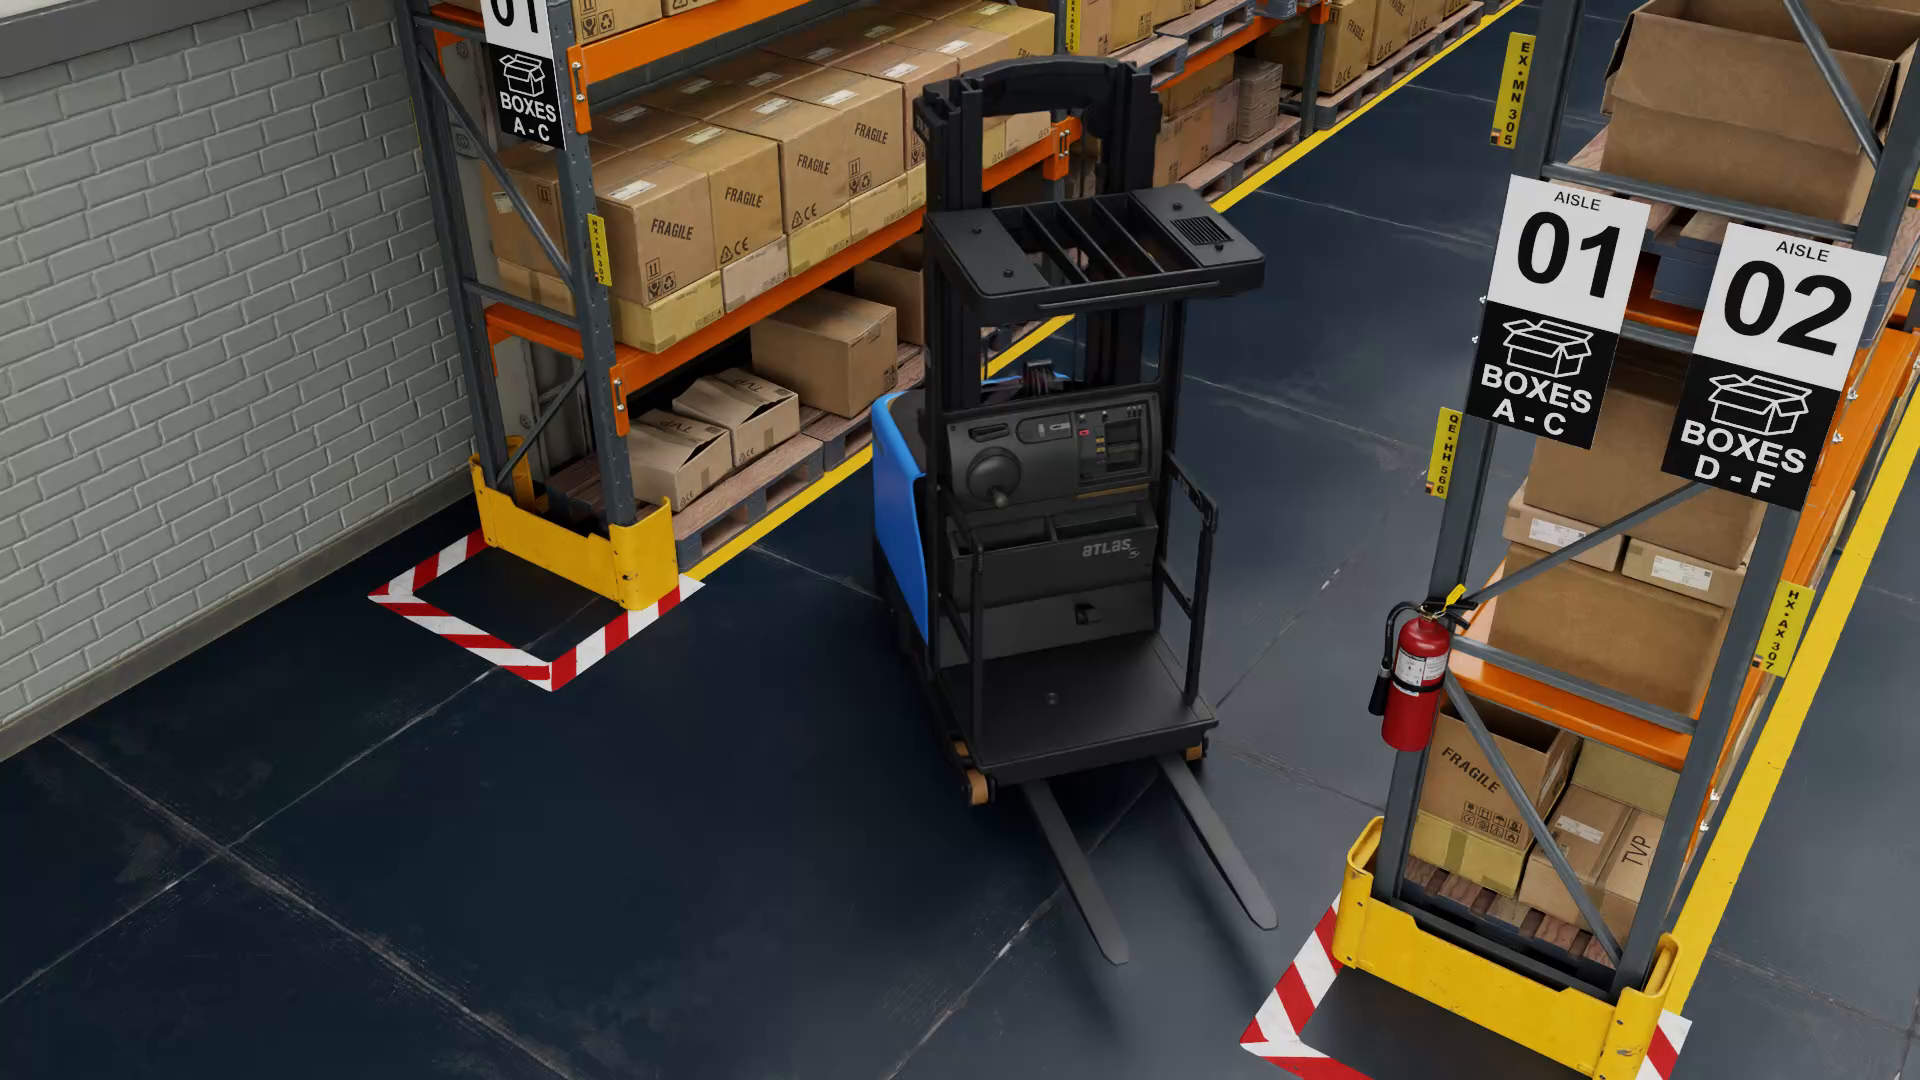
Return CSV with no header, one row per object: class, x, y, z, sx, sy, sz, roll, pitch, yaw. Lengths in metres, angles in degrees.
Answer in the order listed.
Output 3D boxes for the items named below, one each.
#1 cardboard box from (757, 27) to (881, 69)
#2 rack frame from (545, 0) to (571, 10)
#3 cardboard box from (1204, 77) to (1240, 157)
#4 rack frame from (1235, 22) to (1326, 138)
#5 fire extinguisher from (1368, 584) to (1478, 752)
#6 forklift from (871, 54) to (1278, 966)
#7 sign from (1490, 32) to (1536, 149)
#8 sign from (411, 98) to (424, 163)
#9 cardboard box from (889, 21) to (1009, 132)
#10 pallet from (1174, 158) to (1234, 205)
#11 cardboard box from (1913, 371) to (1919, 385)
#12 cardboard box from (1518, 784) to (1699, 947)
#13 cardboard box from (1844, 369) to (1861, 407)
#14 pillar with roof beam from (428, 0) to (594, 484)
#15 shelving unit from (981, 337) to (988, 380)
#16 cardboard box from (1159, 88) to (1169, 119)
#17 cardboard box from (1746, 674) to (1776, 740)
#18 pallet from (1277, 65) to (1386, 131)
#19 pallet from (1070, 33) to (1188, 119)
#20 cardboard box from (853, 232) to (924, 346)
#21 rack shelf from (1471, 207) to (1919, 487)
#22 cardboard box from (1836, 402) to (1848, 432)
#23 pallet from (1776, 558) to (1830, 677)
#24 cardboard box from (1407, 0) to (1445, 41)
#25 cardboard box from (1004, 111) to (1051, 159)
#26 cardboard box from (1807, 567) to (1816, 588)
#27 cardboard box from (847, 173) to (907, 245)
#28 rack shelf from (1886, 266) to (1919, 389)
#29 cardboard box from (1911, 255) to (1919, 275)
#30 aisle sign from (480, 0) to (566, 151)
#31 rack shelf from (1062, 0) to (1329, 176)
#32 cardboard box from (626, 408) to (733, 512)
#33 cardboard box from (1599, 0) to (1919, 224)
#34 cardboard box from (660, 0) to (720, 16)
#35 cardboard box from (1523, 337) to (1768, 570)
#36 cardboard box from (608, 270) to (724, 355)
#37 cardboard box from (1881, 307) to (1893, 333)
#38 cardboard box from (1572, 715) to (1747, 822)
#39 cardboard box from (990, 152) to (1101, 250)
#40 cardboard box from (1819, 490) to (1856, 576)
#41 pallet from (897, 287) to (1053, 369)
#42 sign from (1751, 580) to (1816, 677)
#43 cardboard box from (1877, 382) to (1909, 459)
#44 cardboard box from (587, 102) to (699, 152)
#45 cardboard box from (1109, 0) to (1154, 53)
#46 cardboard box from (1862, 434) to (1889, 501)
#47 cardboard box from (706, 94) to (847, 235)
cardboard box,-0.792,-2.584,9.515,0.500,0.500,0.500,22,40,29
rack frame,-2.047,-3.585,6.194,1.000,3.000,0.127,21,39,28
cardboard box,1.758,-3.381,13.086,0.700,0.500,0.500,21,39,28
rack frame,2.515,-4.782,13.319,1.000,3.000,0.127,21,39,28
fire extinguisher,1.576,0.418,5.698,0.296,0.674,0.183,21,39,28
forklift,0.463,-0.312,6.771,1.130,2.935,3.031,-9,35,-14
sign,1.587,-1.276,4.737,0.100,0.325,0.005,21,39,28
sign,-2.491,-1.897,7.738,0.100,0.325,0.005,21,39,28
cardboard box,-0.062,-2.650,9.613,0.500,0.500,0.500,21,39,28
pallet,1.372,-2.709,12.742,1.003,0.211,1.213,21,39,28
cardboard box,5.615,-1.210,10.117,0.500,0.250,0.500,22,40,29
cardboard box,2.513,1.270,6.450,0.500,0.250,0.500,21,39,28
cardboard box,3.303,-0.649,6.539,0.380,0.149,0.250,22,40,29
pillar with roof beam,1.178,-2.809,5.046,9.100,9.000,0.400,21,39,28
shelving unit,-0.015,-0.502,8.597,0.258,1.200,0.189,21,39,28
cardboard box,1.182,-3.187,12.130,0.500,0.250,0.500,20,39,27
cardboard box,3.370,0.580,7.470,0.500,0.250,0.500,21,39,28
pallet,3.026,-3.966,14.601,1.003,0.211,1.213,21,39,28
pallet,0.789,-3.167,11.102,1.003,0.211,1.213,21,39,28
cardboard box,-0.325,-1.597,10.449,0.500,0.500,0.500,18,38,25
rack shelf,3.165,-1.385,6.260,1.077,0.370,4.000,21,39,28
cardboard box,3.473,-0.721,7.225,0.700,0.500,0.500,22,40,29
pallet,3.818,0.147,8.520,1.003,0.211,1.213,21,39,28
cardboard box,4.027,-5.156,15.416,0.750,0.750,0.750,23,40,30
cardboard box,0.213,-2.572,10.168,0.500,0.250,0.500,21,40,28
cardboard box,3.644,0.035,7.607,0.500,0.500,0.500,21,39,28
cardboard box,-0.638,-1.878,9.140,0.500,0.250,0.500,22,40,29
rack shelf,5.446,-1.983,9.822,1.077,0.370,4.000,21,39,28
cardboard box,4.184,-1.364,7.597,0.380,0.149,0.250,20,39,27
aisle sign,-1.841,-2.048,6.956,0.394,0.787,0.004,21,39,28
rack shelf,1.374,-3.564,12.160,1.077,0.370,4.000,21,39,28
cardboard box,-1.578,-0.458,8.933,0.500,0.311,0.500,17,37,23
cardboard box,2.356,-1.300,4.901,0.797,0.503,0.637,24,41,31
cardboard box,-1.315,-2.702,7.459,0.500,0.500,0.500,24,41,31
cardboard box,2.332,-0.334,5.494,0.700,0.500,0.500,21,40,28
cardboard box,-1.508,-1.170,8.093,0.500,0.250,0.500,20,39,27
cardboard box,3.745,-1.009,7.072,0.380,0.149,0.250,21,39,28
cardboard box,2.797,0.728,6.581,0.500,0.500,0.500,21,39,28
cardboard box,0.640,-2.432,11.683,0.700,0.500,0.500,23,40,30
cardboard box,4.221,-0.112,8.494,0.500,0.250,0.500,21,39,28
pallet,-0.120,-1.466,10.904,1.003,0.211,1.213,21,39,28
sign,2.477,0.269,5.007,0.100,0.325,0.005,21,39,28
cardboard box,4.746,-0.738,8.919,0.500,0.311,0.500,21,40,28
cardboard box,-1.658,-1.870,8.460,0.500,0.500,0.500,22,40,29
cardboard box,0.877,-3.643,11.153,0.700,0.500,0.500,26,42,33
cardboard box,4.739,-0.502,9.070,0.500,0.250,0.500,20,39,27
cardboard box,-0.938,-1.941,8.564,0.500,0.500,0.500,20,39,27
